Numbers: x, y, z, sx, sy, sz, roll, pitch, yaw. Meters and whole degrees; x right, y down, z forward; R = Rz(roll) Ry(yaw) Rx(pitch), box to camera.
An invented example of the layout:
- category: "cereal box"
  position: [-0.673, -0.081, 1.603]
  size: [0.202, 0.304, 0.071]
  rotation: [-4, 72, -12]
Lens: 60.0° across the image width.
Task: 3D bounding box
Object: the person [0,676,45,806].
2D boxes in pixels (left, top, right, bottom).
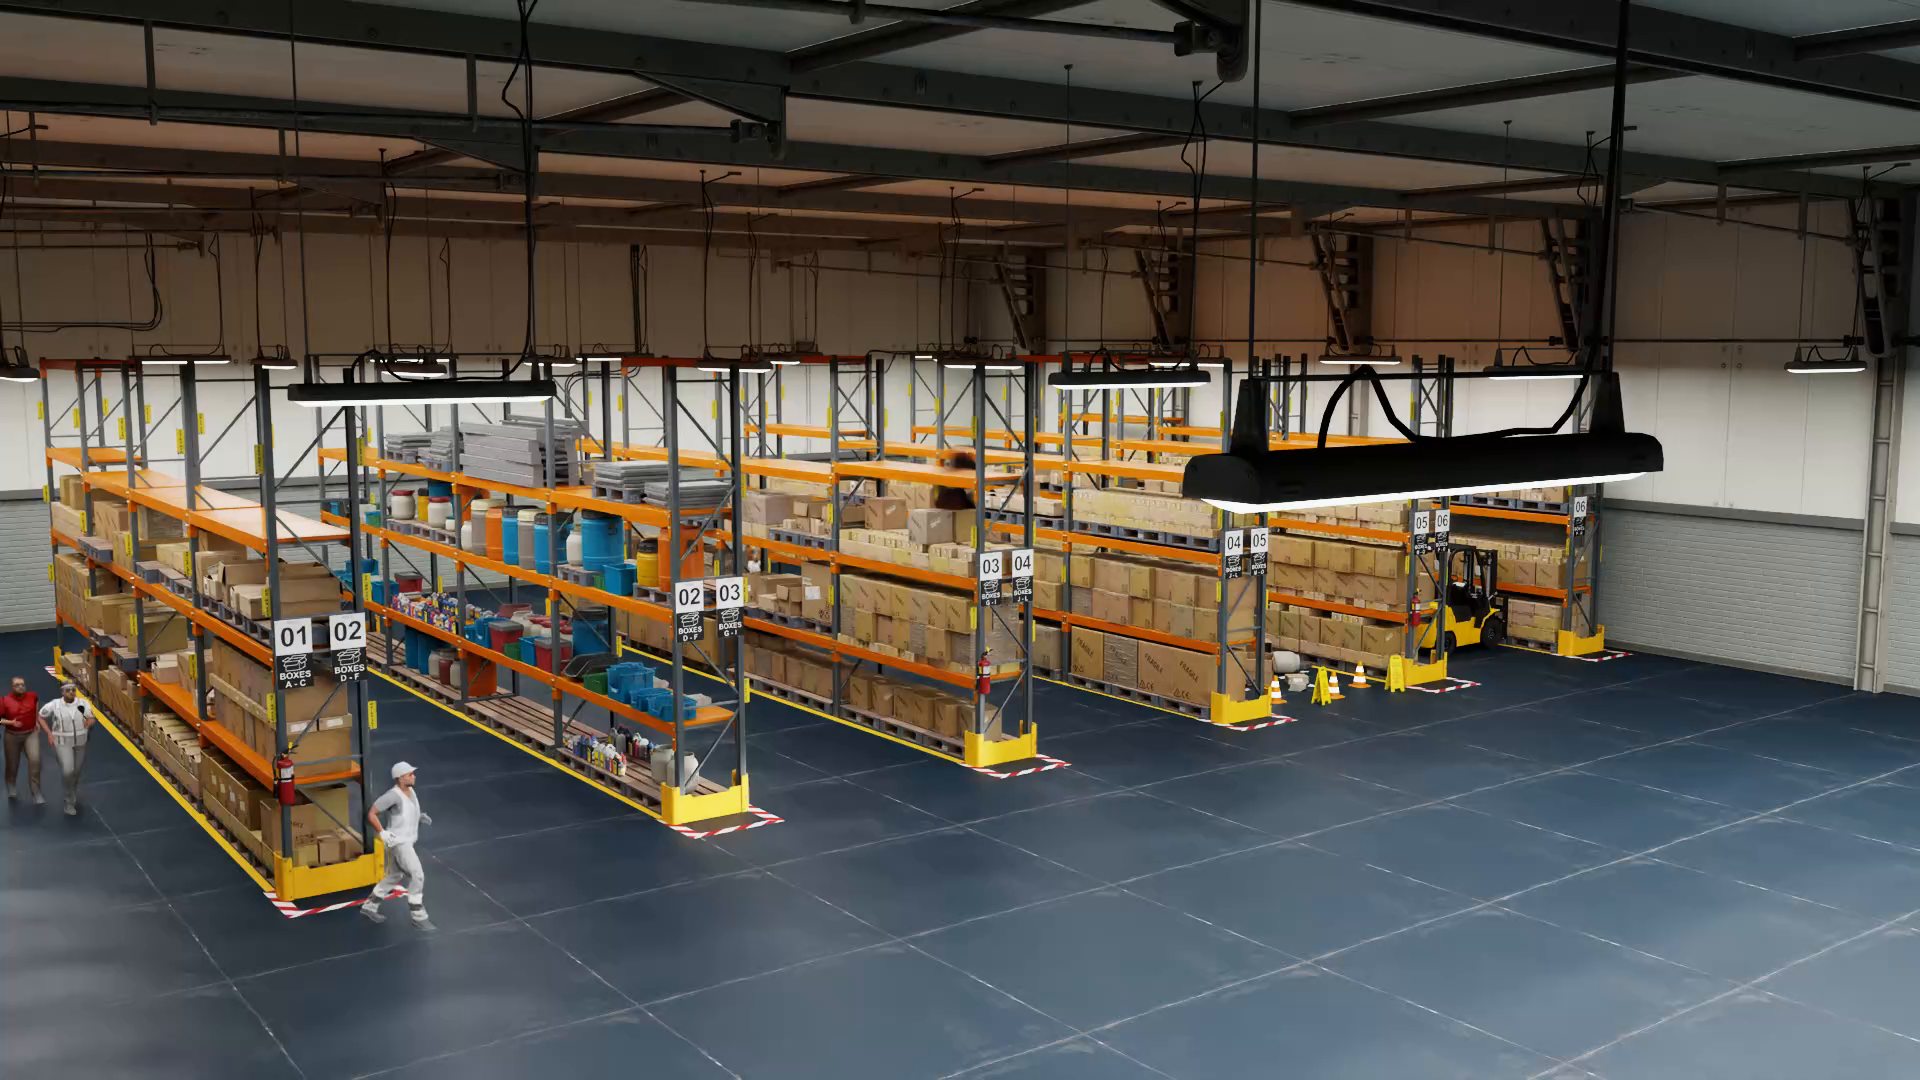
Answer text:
- category: "person"
  position: [-12.936, 2.737, 22.862]
  size: [0.608, 1.764, 0.909]
  rotation: [-6, 9, -41]

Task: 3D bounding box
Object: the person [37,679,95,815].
- category: "person"
  position: [-11.995, 2.780, 22.442]
  size: [0.780, 1.853, 0.638]
  rotation: [6, 9, 40]

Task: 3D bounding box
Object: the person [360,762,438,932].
- category: "person"
  position: [-6.065, 3.310, 17.986]
  size: [0.868, 1.828, 0.676]
  rotation: [0, 7, 0]

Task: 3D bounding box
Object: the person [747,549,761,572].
- category: "person"
  position: [-4.555, 1.020, 37.312]
  size: [0.590, 1.669, 0.609]
  rotation: [-4, 8, -29]
